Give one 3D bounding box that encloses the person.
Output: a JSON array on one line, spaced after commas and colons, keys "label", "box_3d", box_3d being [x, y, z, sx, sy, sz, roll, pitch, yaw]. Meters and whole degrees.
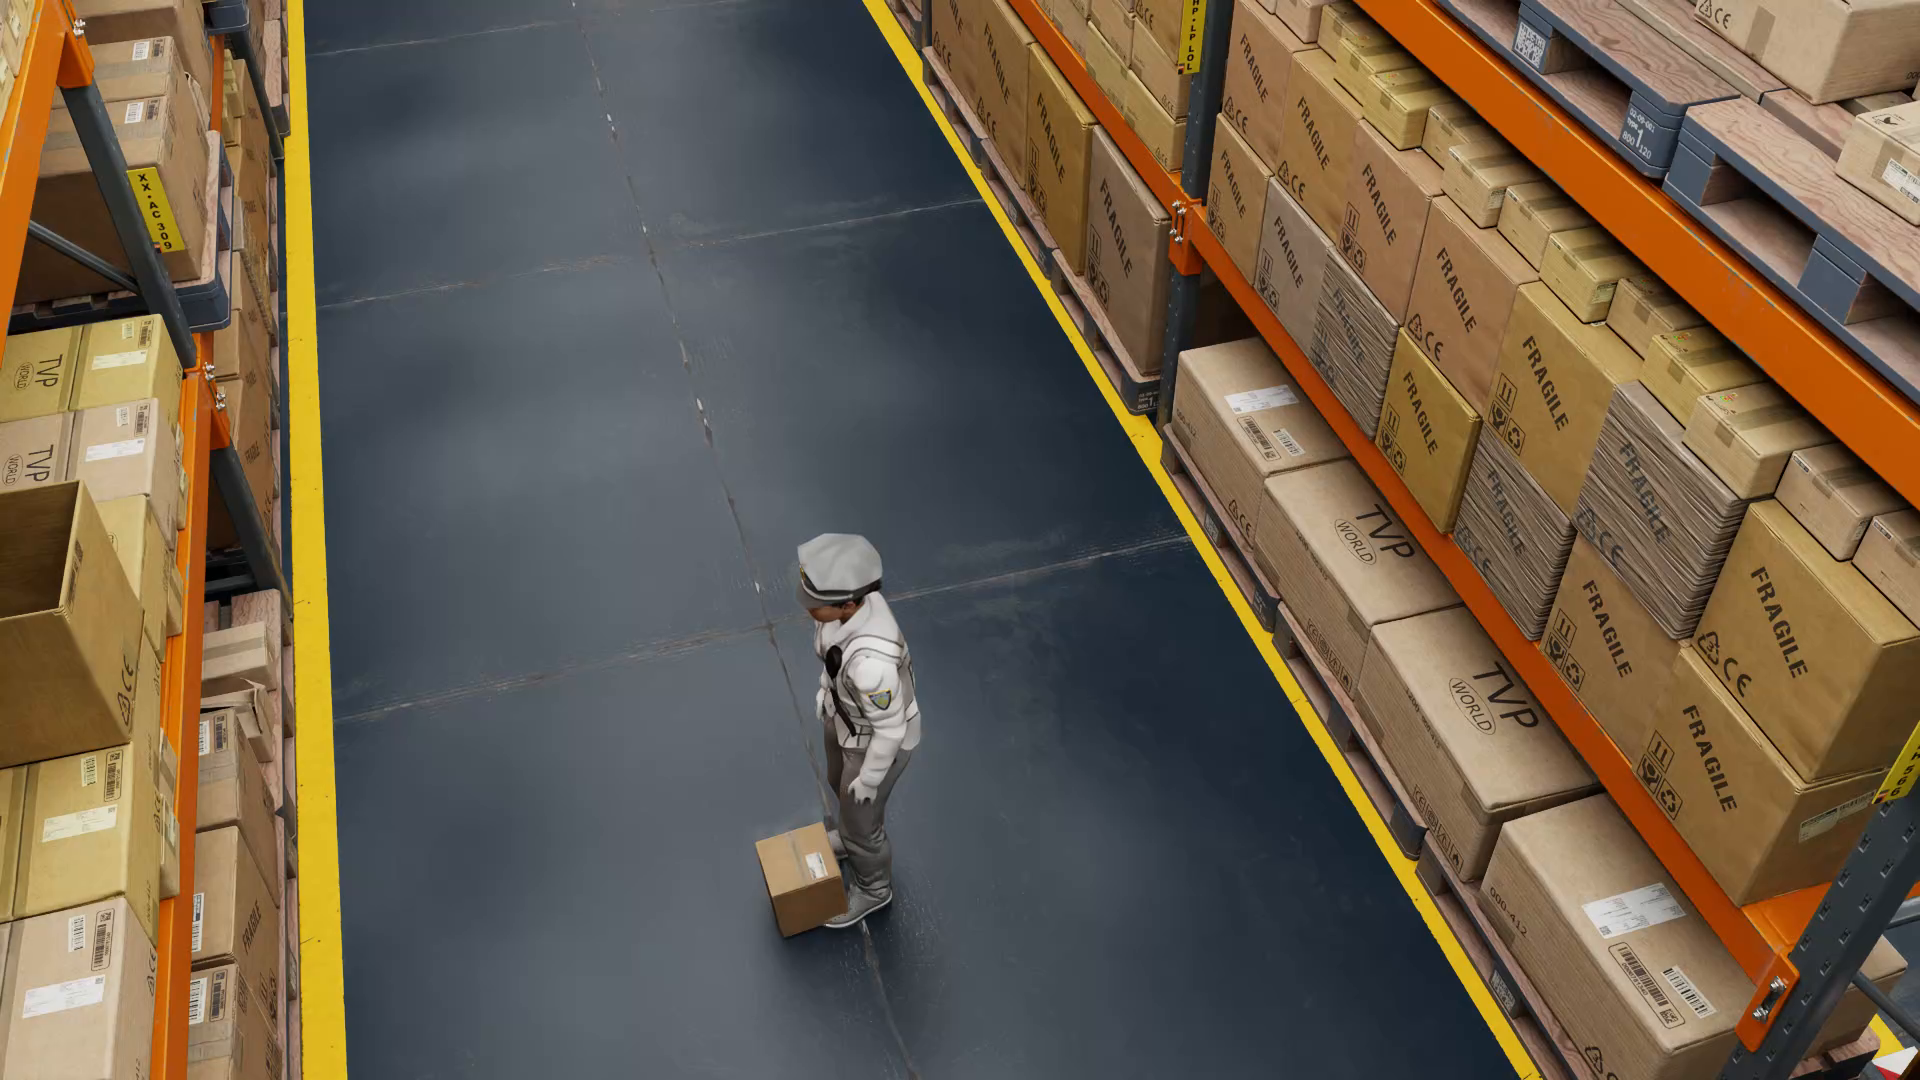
[{"label": "person", "box_3d": [-0.346, 0.639, 5.460, 0.412, 1.664, 0.514, -13, 44, -14]}]
